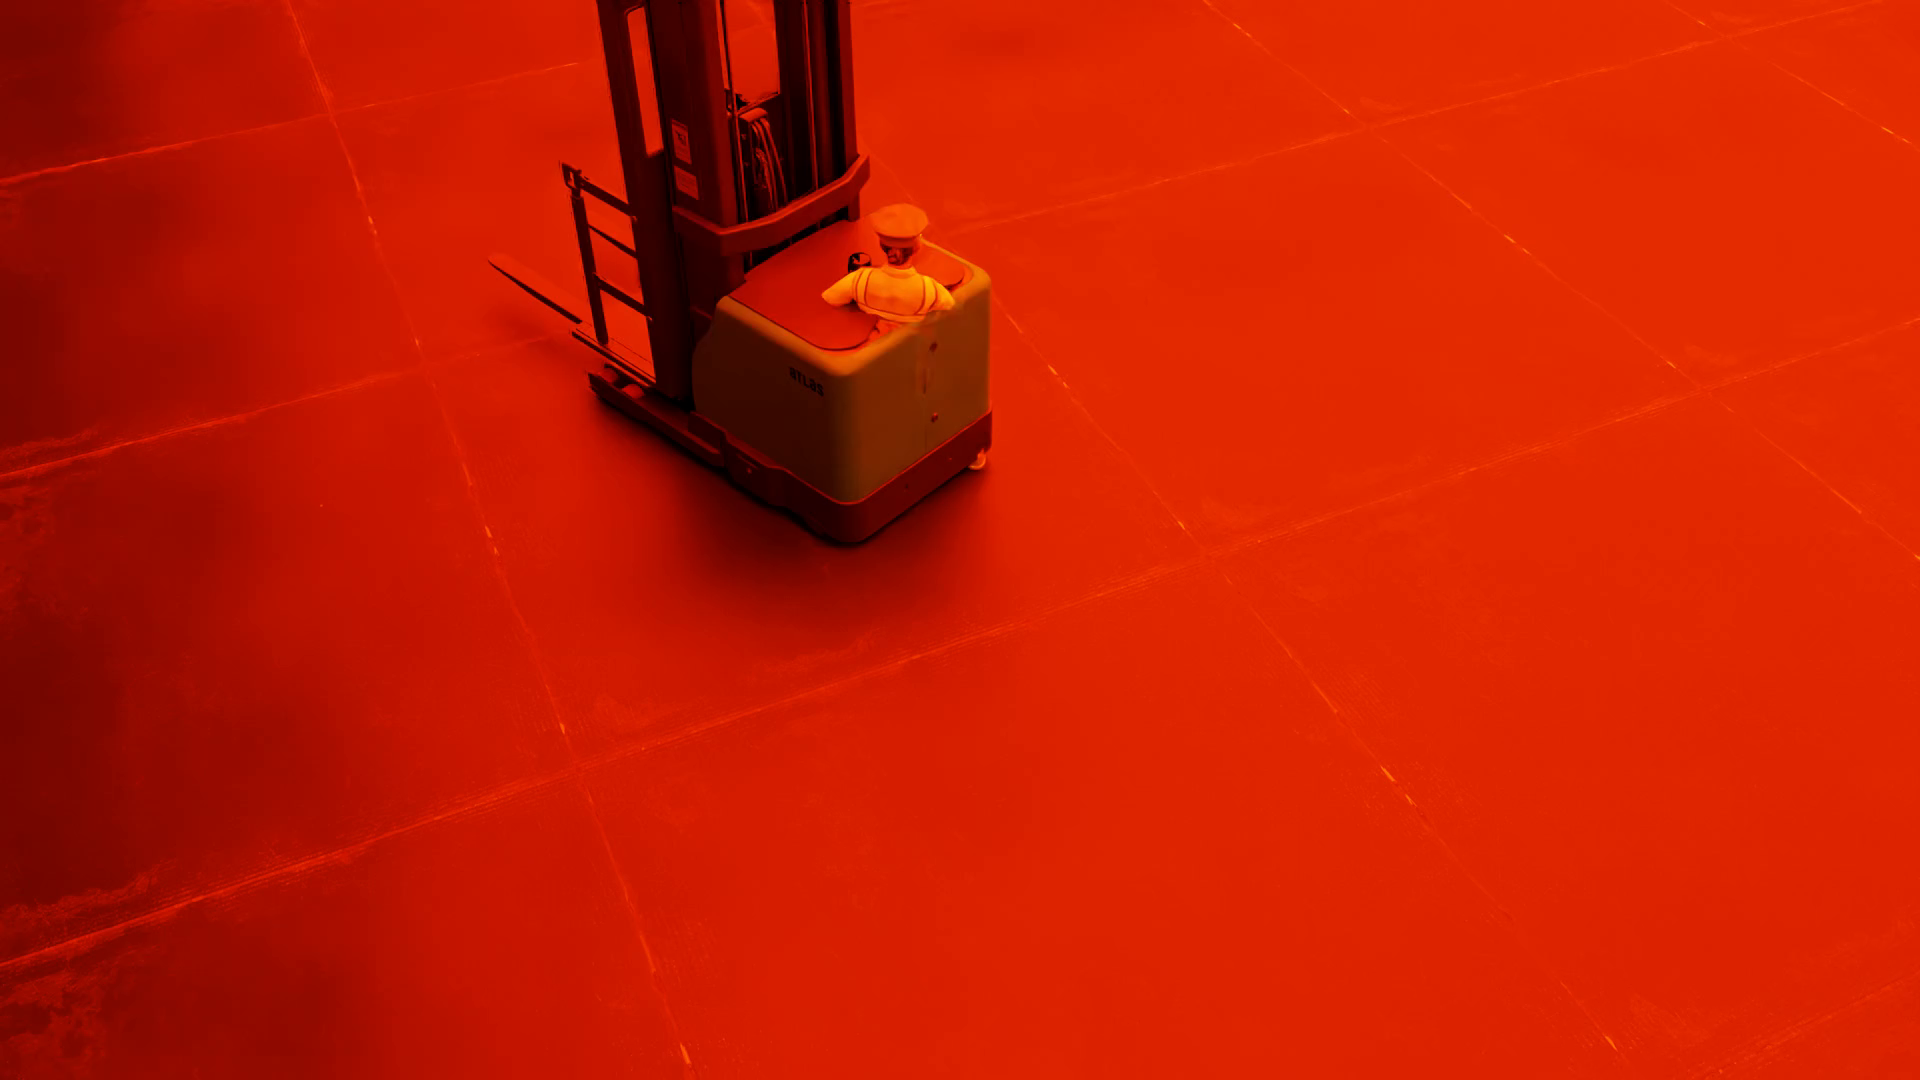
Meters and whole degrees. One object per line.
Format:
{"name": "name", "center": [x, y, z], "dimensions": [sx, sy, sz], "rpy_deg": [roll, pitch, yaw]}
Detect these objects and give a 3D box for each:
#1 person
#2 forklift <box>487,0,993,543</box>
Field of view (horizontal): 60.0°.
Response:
{"name": "person", "center": [-0.291, -0.941, 7.722], "dimensions": [0.830, 1.508, 0.645], "rpy_deg": [4, 43, 4]}
{"name": "forklift", "center": [-1.269, -1.937, 7.755], "dimensions": [3.031, 2.935, 1.130], "rpy_deg": [32, 52, 30]}
